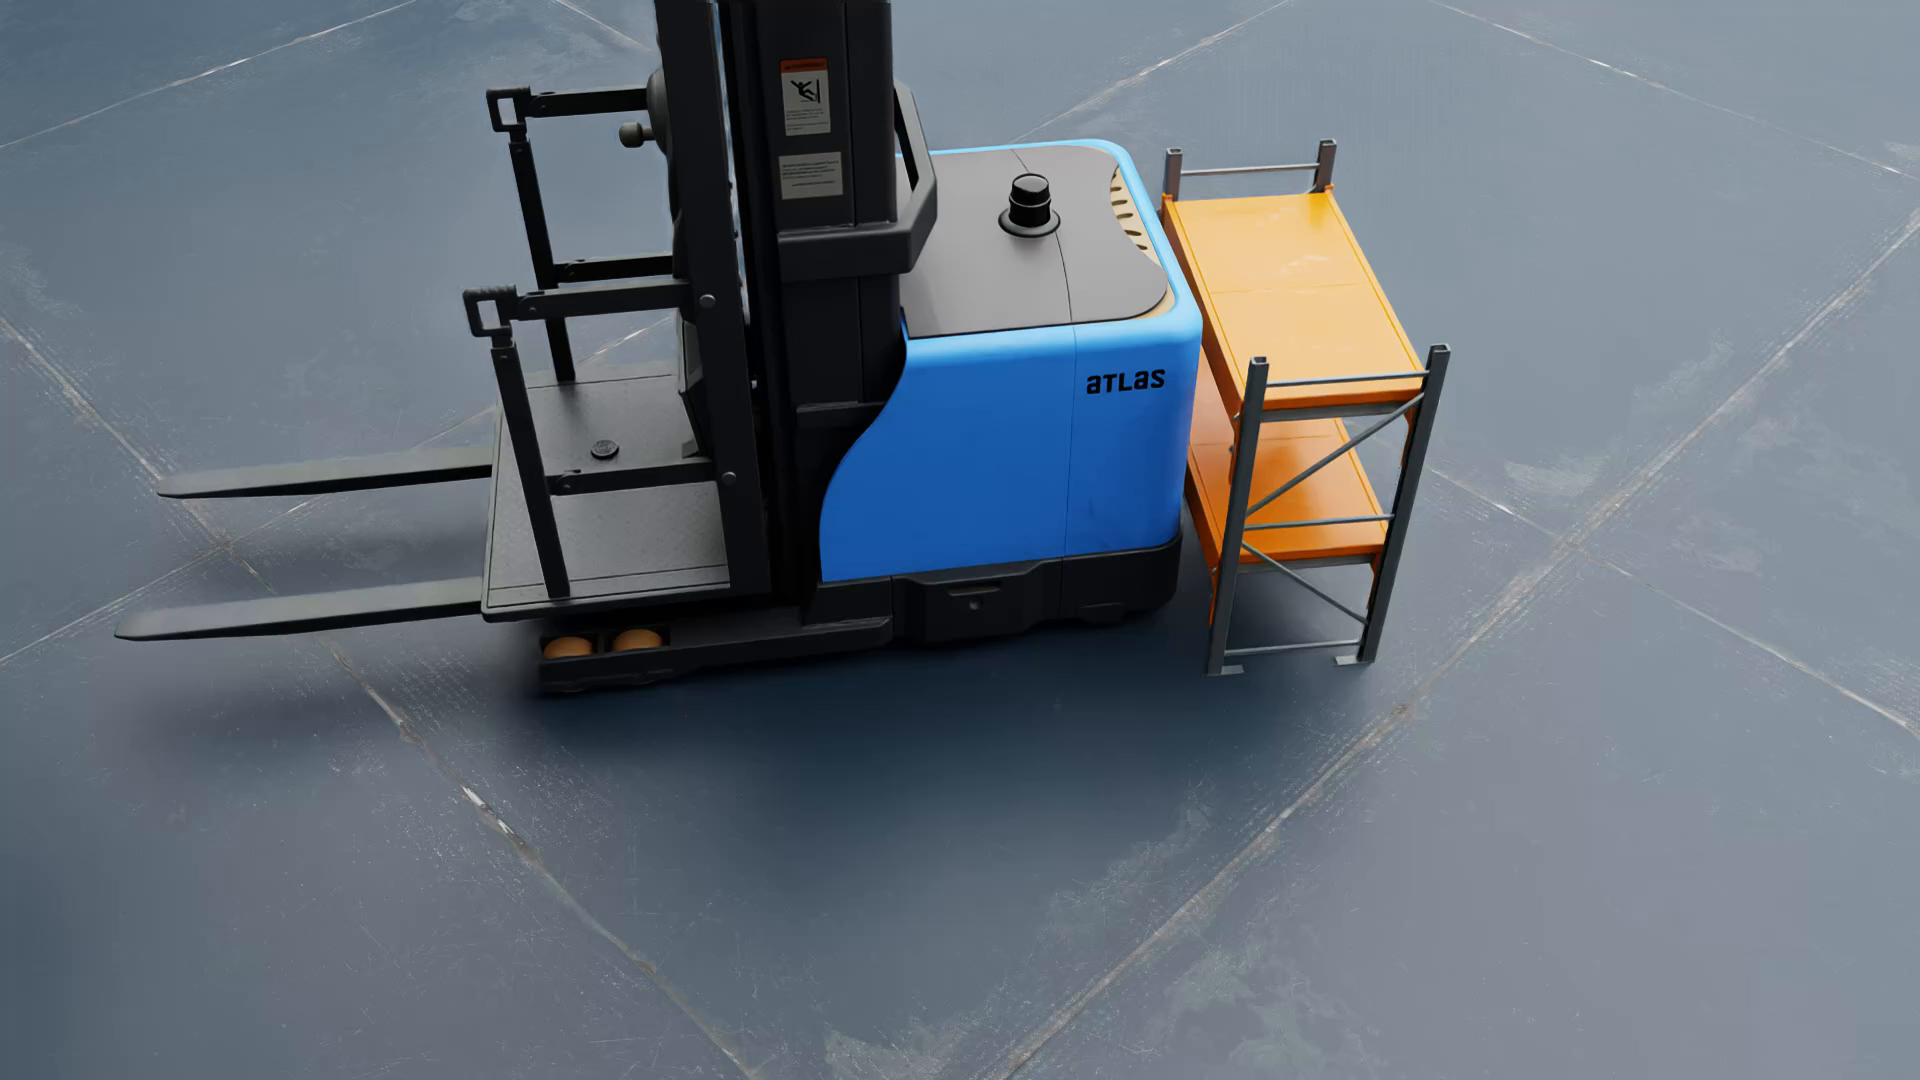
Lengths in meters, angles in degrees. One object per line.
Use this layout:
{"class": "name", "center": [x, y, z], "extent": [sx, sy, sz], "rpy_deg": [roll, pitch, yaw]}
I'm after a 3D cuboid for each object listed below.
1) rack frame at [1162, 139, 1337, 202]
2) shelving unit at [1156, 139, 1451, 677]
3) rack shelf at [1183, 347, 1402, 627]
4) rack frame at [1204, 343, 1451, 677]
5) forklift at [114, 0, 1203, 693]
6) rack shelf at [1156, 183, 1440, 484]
{"class": "rack frame", "center": [0.848, -0.731, 5.212], "extent": [0.500, 1.125, 0.032], "rpy_deg": [-4, 43, -5]}
{"class": "shelving unit", "center": [0.905, -0.388, 4.841], "extent": [0.538, 1.125, 1.048], "rpy_deg": [-4, 43, -5]}
{"class": "rack shelf", "center": [0.905, -0.209, 5.007], "extent": [0.538, 0.278, 1.000], "rpy_deg": [-4, 43, -5]}
{"class": "rack frame", "center": [0.961, -0.045, 4.470], "extent": [0.500, 1.125, 0.032], "rpy_deg": [-4, 43, -5]}
{"class": "forklift", "center": [-0.912, -1.025, 4.200], "extent": [3.031, 2.935, 1.130], "rpy_deg": [-6, 43, -6]}
{"class": "rack shelf", "center": [0.905, -0.603, 4.643], "extent": [0.538, 0.278, 1.000], "rpy_deg": [-4, 43, -5]}
